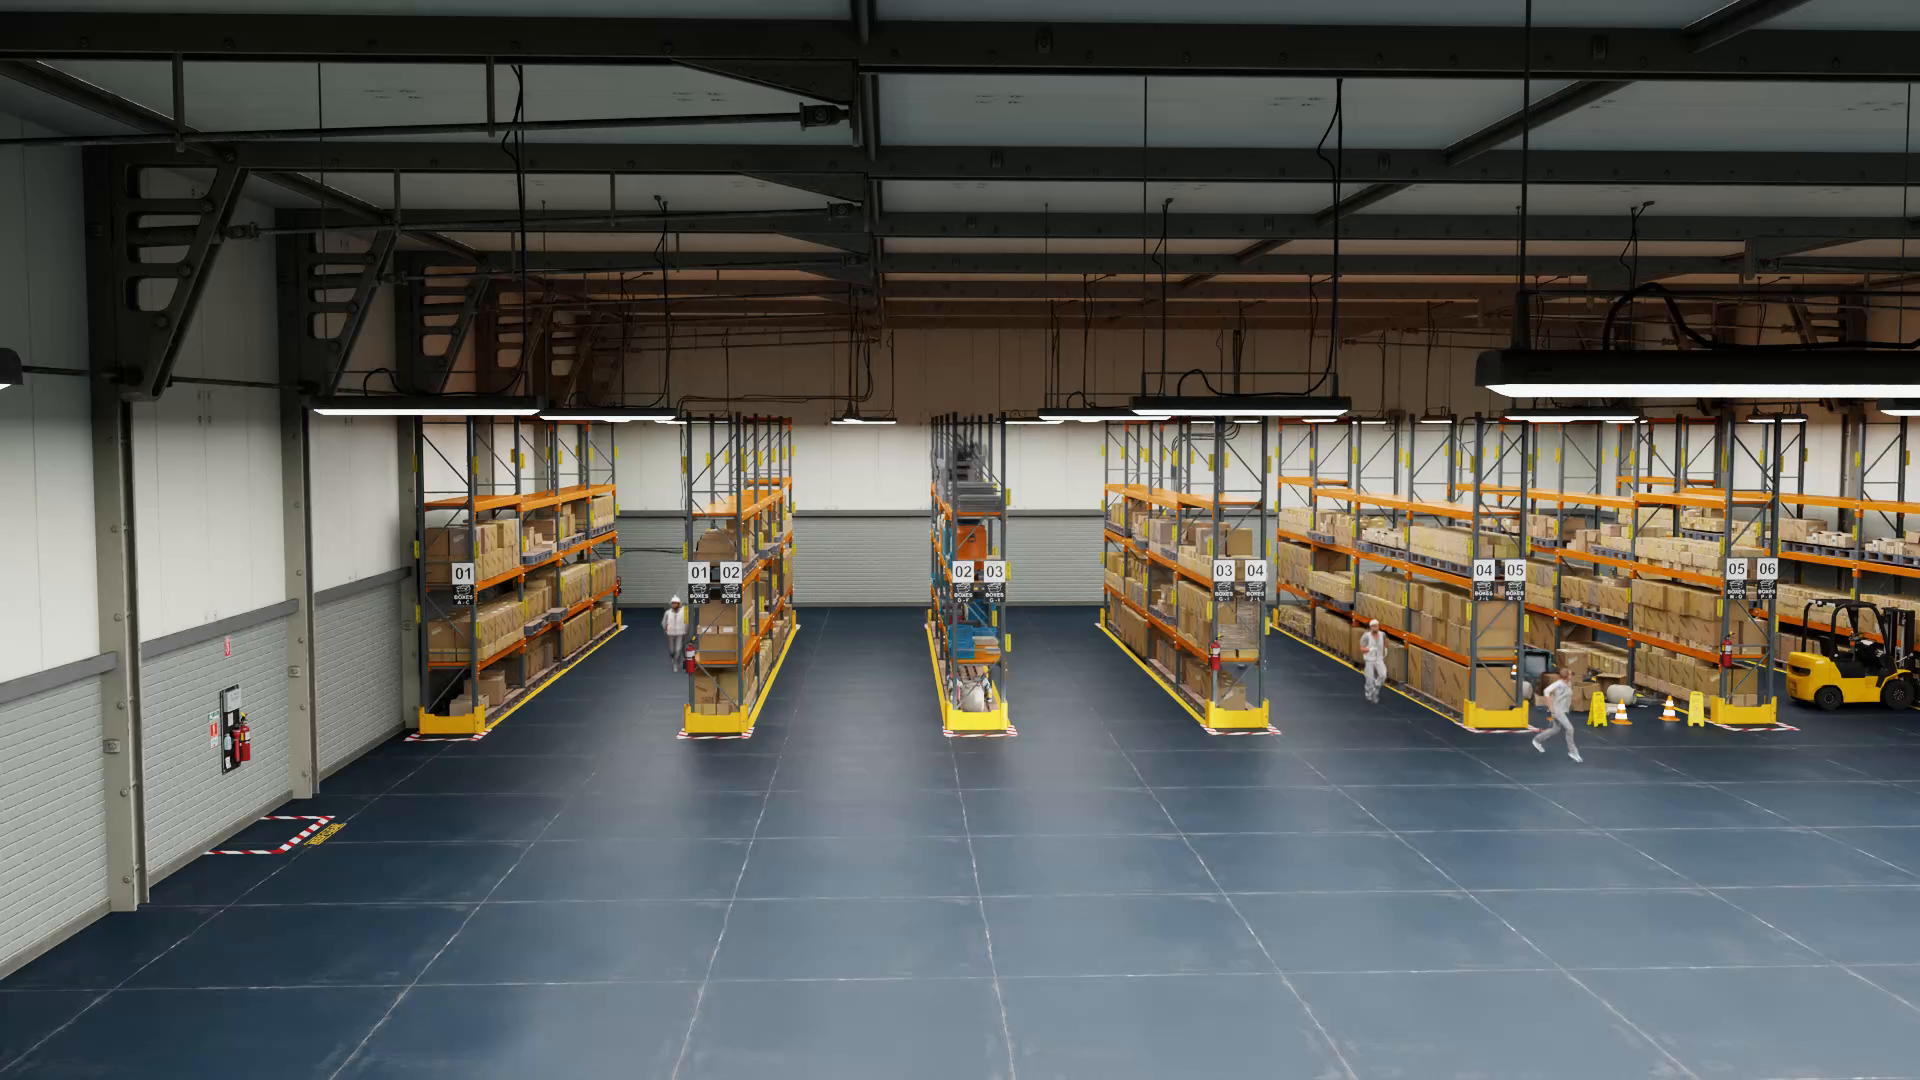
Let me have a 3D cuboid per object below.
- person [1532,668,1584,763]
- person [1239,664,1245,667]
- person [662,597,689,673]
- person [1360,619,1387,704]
[{"bbox_3d":[10.287,2.988,28.594,0.906,1.596,0.557,3,5,41],"label":"person"},{"bbox_3d":[6.740,2.248,39.617,0.530,1.563,0.545,-1,4,-10],"label":"person"},{"bbox_3d":[-6.651,2.207,39.008,0.677,1.746,0.875,0,4,-4],"label":"person"},{"bbox_3d":[8.542,2.493,34.260,0.697,1.746,0.808,-1,4,-9],"label":"person"}]
